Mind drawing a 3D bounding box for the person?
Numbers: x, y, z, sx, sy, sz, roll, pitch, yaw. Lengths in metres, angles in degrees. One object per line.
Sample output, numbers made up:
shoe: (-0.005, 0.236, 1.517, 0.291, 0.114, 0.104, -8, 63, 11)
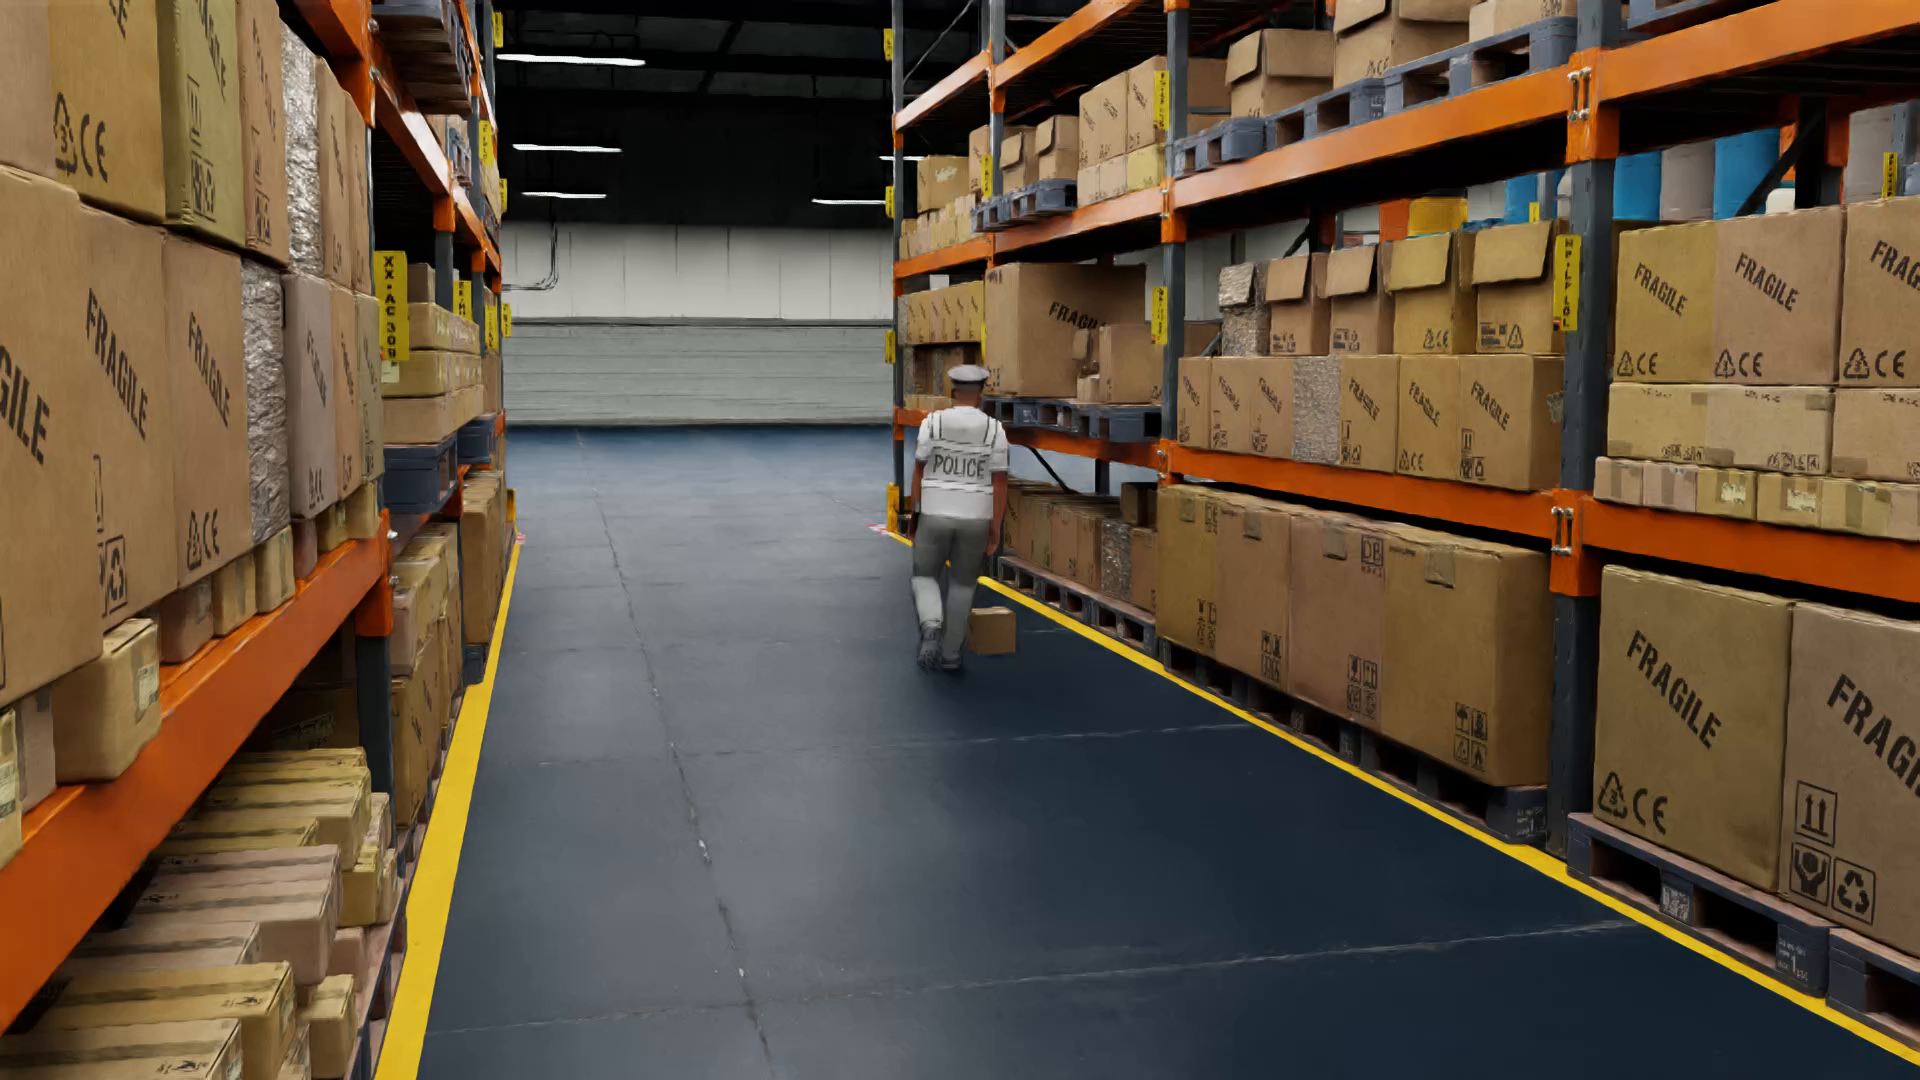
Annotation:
person: (-0.009, -0.120, 9.451, 0.571, 1.748, 0.725, 0, 6, -3)
